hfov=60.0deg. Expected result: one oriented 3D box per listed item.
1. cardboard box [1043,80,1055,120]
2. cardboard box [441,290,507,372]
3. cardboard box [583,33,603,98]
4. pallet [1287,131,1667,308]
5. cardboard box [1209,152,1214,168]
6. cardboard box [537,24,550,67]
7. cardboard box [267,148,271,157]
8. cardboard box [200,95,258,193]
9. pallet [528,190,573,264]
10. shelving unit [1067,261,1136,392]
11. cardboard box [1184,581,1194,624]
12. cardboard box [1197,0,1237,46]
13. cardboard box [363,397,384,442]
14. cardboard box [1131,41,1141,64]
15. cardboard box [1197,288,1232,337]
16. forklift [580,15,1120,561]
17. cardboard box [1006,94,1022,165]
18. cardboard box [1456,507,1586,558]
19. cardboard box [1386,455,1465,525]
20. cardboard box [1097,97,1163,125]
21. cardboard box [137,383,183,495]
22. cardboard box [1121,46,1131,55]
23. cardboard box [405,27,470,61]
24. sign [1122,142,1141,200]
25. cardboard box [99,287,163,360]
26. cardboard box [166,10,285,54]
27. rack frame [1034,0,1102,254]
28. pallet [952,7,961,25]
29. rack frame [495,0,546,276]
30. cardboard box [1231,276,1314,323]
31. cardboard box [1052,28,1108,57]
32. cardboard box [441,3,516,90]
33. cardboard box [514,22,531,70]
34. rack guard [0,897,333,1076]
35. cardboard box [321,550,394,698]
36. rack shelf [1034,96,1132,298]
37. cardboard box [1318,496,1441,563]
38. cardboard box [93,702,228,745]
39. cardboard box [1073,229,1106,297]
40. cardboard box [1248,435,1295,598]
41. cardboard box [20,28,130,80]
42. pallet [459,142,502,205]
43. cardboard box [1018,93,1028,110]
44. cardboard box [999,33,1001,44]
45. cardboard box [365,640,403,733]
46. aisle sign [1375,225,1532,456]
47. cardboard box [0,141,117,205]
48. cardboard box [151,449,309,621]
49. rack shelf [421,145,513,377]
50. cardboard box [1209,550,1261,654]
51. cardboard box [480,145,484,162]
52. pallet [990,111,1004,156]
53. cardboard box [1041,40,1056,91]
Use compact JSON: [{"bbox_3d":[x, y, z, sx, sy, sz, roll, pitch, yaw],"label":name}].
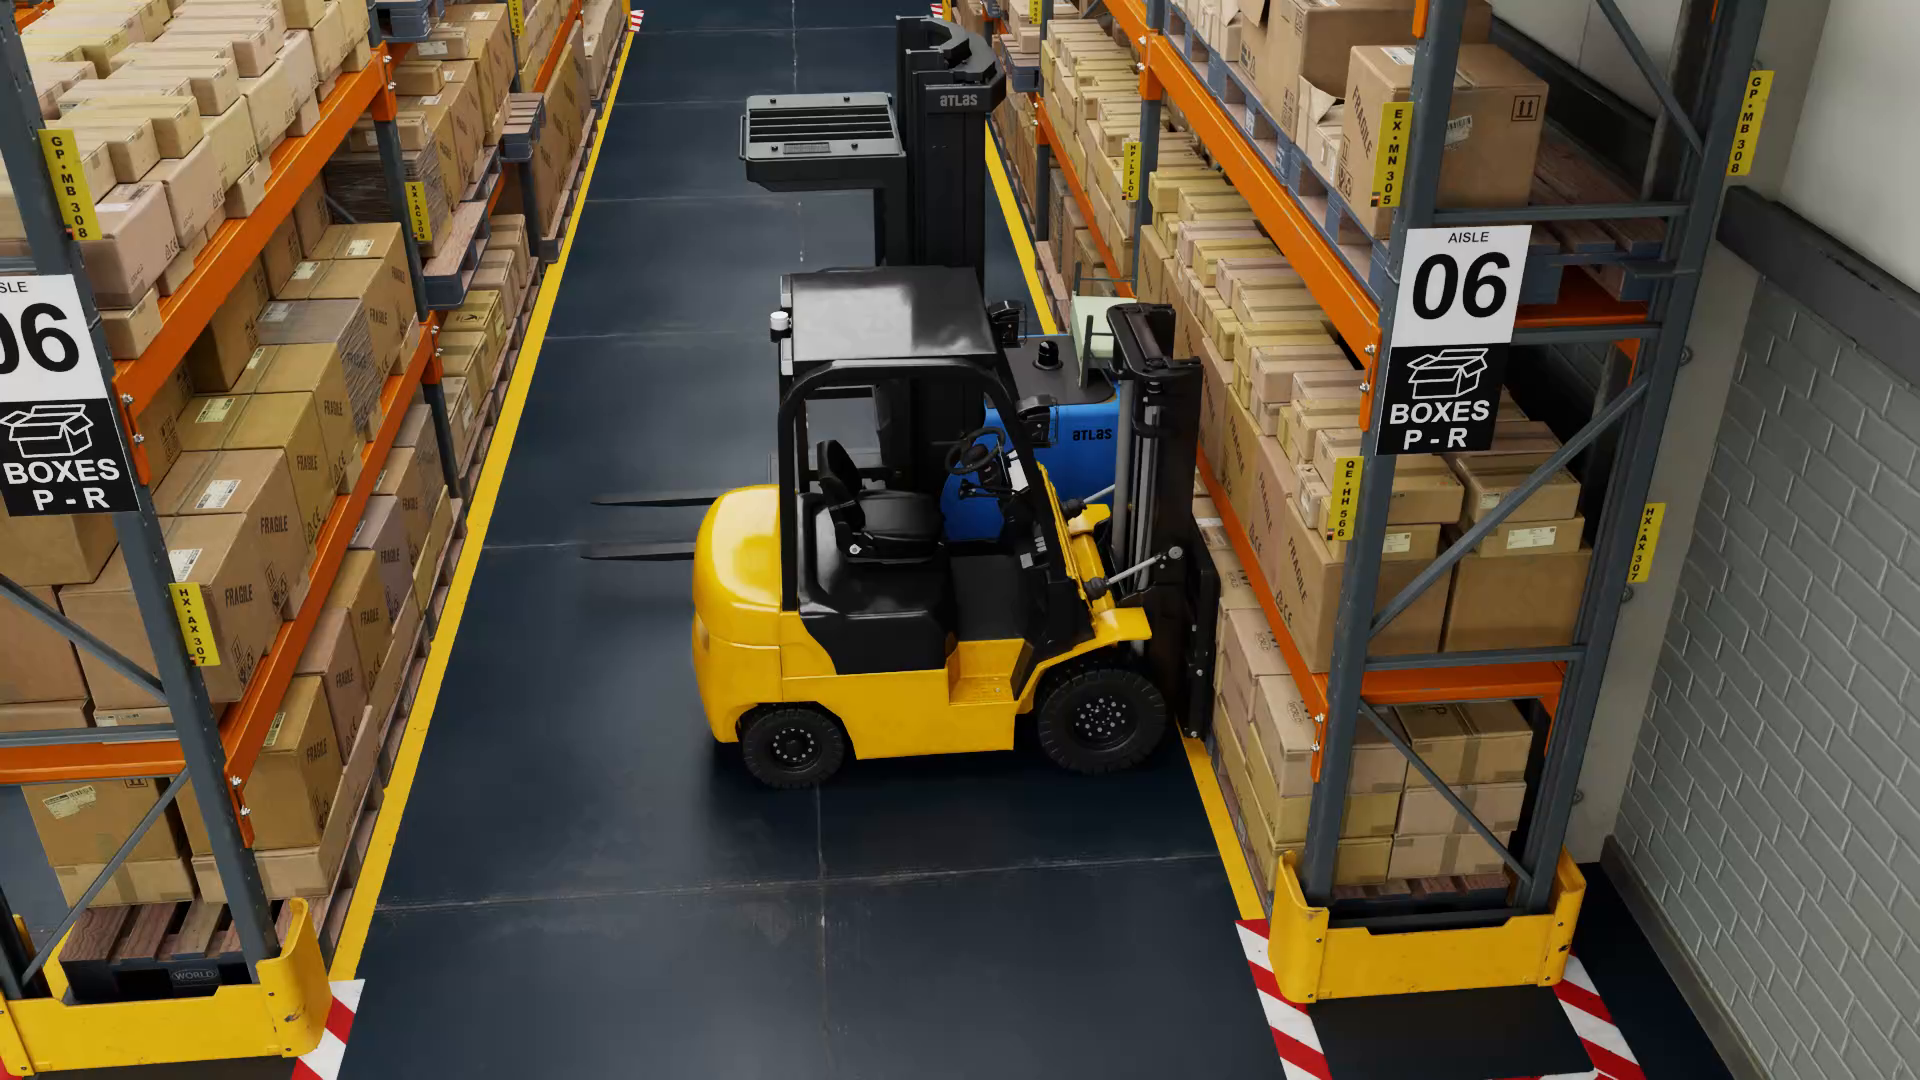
[{"bbox_3d":[0.914,-3.342,12.567,0.500,0.250,0.500,-3,31,-4],"label":"cardboard box"},{"bbox_3d":[-3.641,-1.404,11.330,0.950,0.372,0.625,-2,31,-3],"label":"cardboard box"},{"bbox_3d":[-4.151,-4.853,17.040,0.875,0.438,0.875,-3,31,-5],"label":"cardboard box"},{"bbox_3d":[1.823,-1.172,5.949,1.003,0.211,1.213,-3,31,-5],"label":"pallet"},{"bbox_3d":[1.698,-2.253,9.867,0.380,0.149,0.250,-4,31,-6],"label":"cardboard box"},{"bbox_3d":[-3.730,-4.132,13.889,0.500,0.250,0.500,-2,31,-3],"label":"cardboard box"},{"bbox_3d":[-3.069,-1.602,6.828,0.380,0.149,0.250,-3,31,-5],"label":"cardboard box"},{"bbox_3d":[-2.970,-1.461,6.203,0.500,0.250,0.500,-2,31,-3],"label":"cardboard box"},{"bbox_3d":[-3.824,-2.614,13.921,1.003,0.211,1.213,-3,31,-5],"label":"pallet"},{"bbox_3d":[0.826,-0.739,9.497,0.431,1.500,0.755,2,32,-3],"label":"shelving unit"},{"bbox_3d":[1.358,0.217,8.247,0.500,0.250,0.500,-3,31,-5],"label":"cardboard box"},{"bbox_3d":[1.301,-2.370,7.605,0.380,0.149,0.250,-2,31,-3],"label":"cardboard box"},{"bbox_3d":[-3.020,-0.587,8.053,0.380,0.149,0.250,-3,31,-5],"label":"cardboard box"},{"bbox_3d":[1.447,-3.546,12.033,0.380,0.149,0.250,-3,31,-5],"label":"cardboard box"},{"bbox_3d":[1.348,-1.094,7.926,0.380,0.149,0.250,-4,31,-6],"label":"cardboard box"},{"bbox_3d":[-0.621,-1.225,8.943,3.031,2.935,1.130,-3,31,-5],"label":"forklift"},{"bbox_3d":[0.707,-3.745,15.123,0.500,0.500,0.500,-4,31,-6],"label":"cardboard box"},{"bbox_3d":[2.090,-0.067,6.208,0.380,0.149,0.250,-4,31,-6],"label":"cardboard box"},{"bbox_3d":[1.620,-0.182,6.110,0.380,0.149,0.250,-3,31,-4],"label":"cardboard box"},{"bbox_3d":[1.088,-2.739,10.680,0.380,0.149,0.250,-2,31,-4],"label":"cardboard box"},{"bbox_3d":[-3.383,-0.430,6.182,0.700,0.500,0.500,-2,31,-4],"label":"cardboard box"},{"bbox_3d":[1.435,-3.579,12.476,0.500,0.250,0.500,-2,31,-3],"label":"cardboard box"},{"bbox_3d":[-3.392,-3.213,10.774,0.380,0.149,0.250,-4,31,-7],"label":"cardboard box"},{"bbox_3d":[0.950,-2.035,9.180,0.100,0.325,0.005,-3,31,-5],"label":"sign"},{"bbox_3d":[-2.786,-0.685,5.293,0.380,0.149,0.250,-3,31,-5],"label":"cardboard box"},{"bbox_3d":[-3.017,-2.075,6.841,0.380,0.149,0.250,-2,31,-4],"label":"cardboard box"},{"bbox_3d":[1.116,-3.645,12.927,1.000,3.000,0.127,-3,31,-5],"label":"rack frame"},{"bbox_3d":[0.451,-6.086,19.734,1.003,0.211,1.213,-3,31,-5],"label":"pallet"},{"bbox_3d":[-3.826,-3.405,12.526,1.000,3.000,0.127,-3,31,-5],"label":"rack frame"},{"bbox_3d":[1.464,-1.094,7.637,0.380,0.149,0.250,-3,31,-4],"label":"cardboard box"},{"bbox_3d":[0.879,-3.653,12.211,0.380,0.149,0.250,-2,31,-4],"label":"cardboard box"},{"bbox_3d":[-3.506,-3.537,11.950,0.500,0.500,0.500,-4,31,-6],"label":"cardboard box"},{"bbox_3d":[-3.627,-3.826,12.889,0.500,0.250,0.500,-3,31,-5],"label":"cardboard box"},{"bbox_3d":[-3.085,1.714,6.394,1.175,0.500,0.348,-3,31,-5],"label":"rack guard"},{"bbox_3d":[-2.973,0.397,7.701,0.500,0.500,0.500,-2,31,-4],"label":"cardboard box"},{"bbox_3d":[1.303,-2.315,11.402,1.077,0.370,4.000,-3,31,-5],"label":"rack shelf"},{"bbox_3d":[1.552,-0.045,6.171,0.380,0.149,0.250,-2,31,-4],"label":"cardboard box"},{"bbox_3d":[-2.904,0.604,6.059,0.380,0.149,0.250,-3,31,-4],"label":"cardboard box"},{"bbox_3d":[1.293,-1.810,11.761,0.875,0.625,0.625,-4,31,-7],"label":"cardboard box"},{"bbox_3d":[1.517,-0.107,6.907,0.500,0.500,0.500,-2,31,-3],"label":"cardboard box"},{"bbox_3d":[-3.520,-1.919,6.580,0.380,0.149,0.250,-2,31,-4],"label":"cardboard box"},{"bbox_3d":[-3.600,-2.314,10.886,1.003,0.211,1.213,-3,31,-5],"label":"pallet"},{"bbox_3d":[0.722,-3.949,14.832,0.380,0.149,0.250,-4,31,-7],"label":"cardboard box"},{"bbox_3d":[0.583,-4.874,16.091,0.380,0.149,0.250,-4,31,-7],"label":"cardboard box"},{"bbox_3d":[-2.982,0.715,7.899,0.500,0.250,0.500,-1,31,-1],"label":"cardboard box"},{"bbox_3d":[1.577,-0.629,5.343,0.394,0.787,0.004,-3,31,-5],"label":"aisle sign"},{"bbox_3d":[-2.948,-1.162,5.313,0.380,0.149,0.250,-3,31,-5],"label":"cardboard box"},{"bbox_3d":[-2.898,-0.011,6.456,0.500,0.500,0.500,-2,31,-3],"label":"cardboard box"},{"bbox_3d":[-3.639,-2.075,11.001,1.077,0.370,4.000,-3,31,-5],"label":"rack shelf"},{"bbox_3d":[1.399,0.273,7.665,0.500,0.250,0.500,-2,31,-4],"label":"cardboard box"},{"bbox_3d":[-3.337,-2.534,10.903,0.380,0.149,0.250,-4,31,-6],"label":"cardboard box"},{"bbox_3d":[0.856,-4.076,16.369,1.003,0.211,1.213,-3,31,-5],"label":"pallet"},{"bbox_3d":[0.889,-3.556,12.437,0.500,0.250,0.500,-3,31,-5],"label":"cardboard box"}]
